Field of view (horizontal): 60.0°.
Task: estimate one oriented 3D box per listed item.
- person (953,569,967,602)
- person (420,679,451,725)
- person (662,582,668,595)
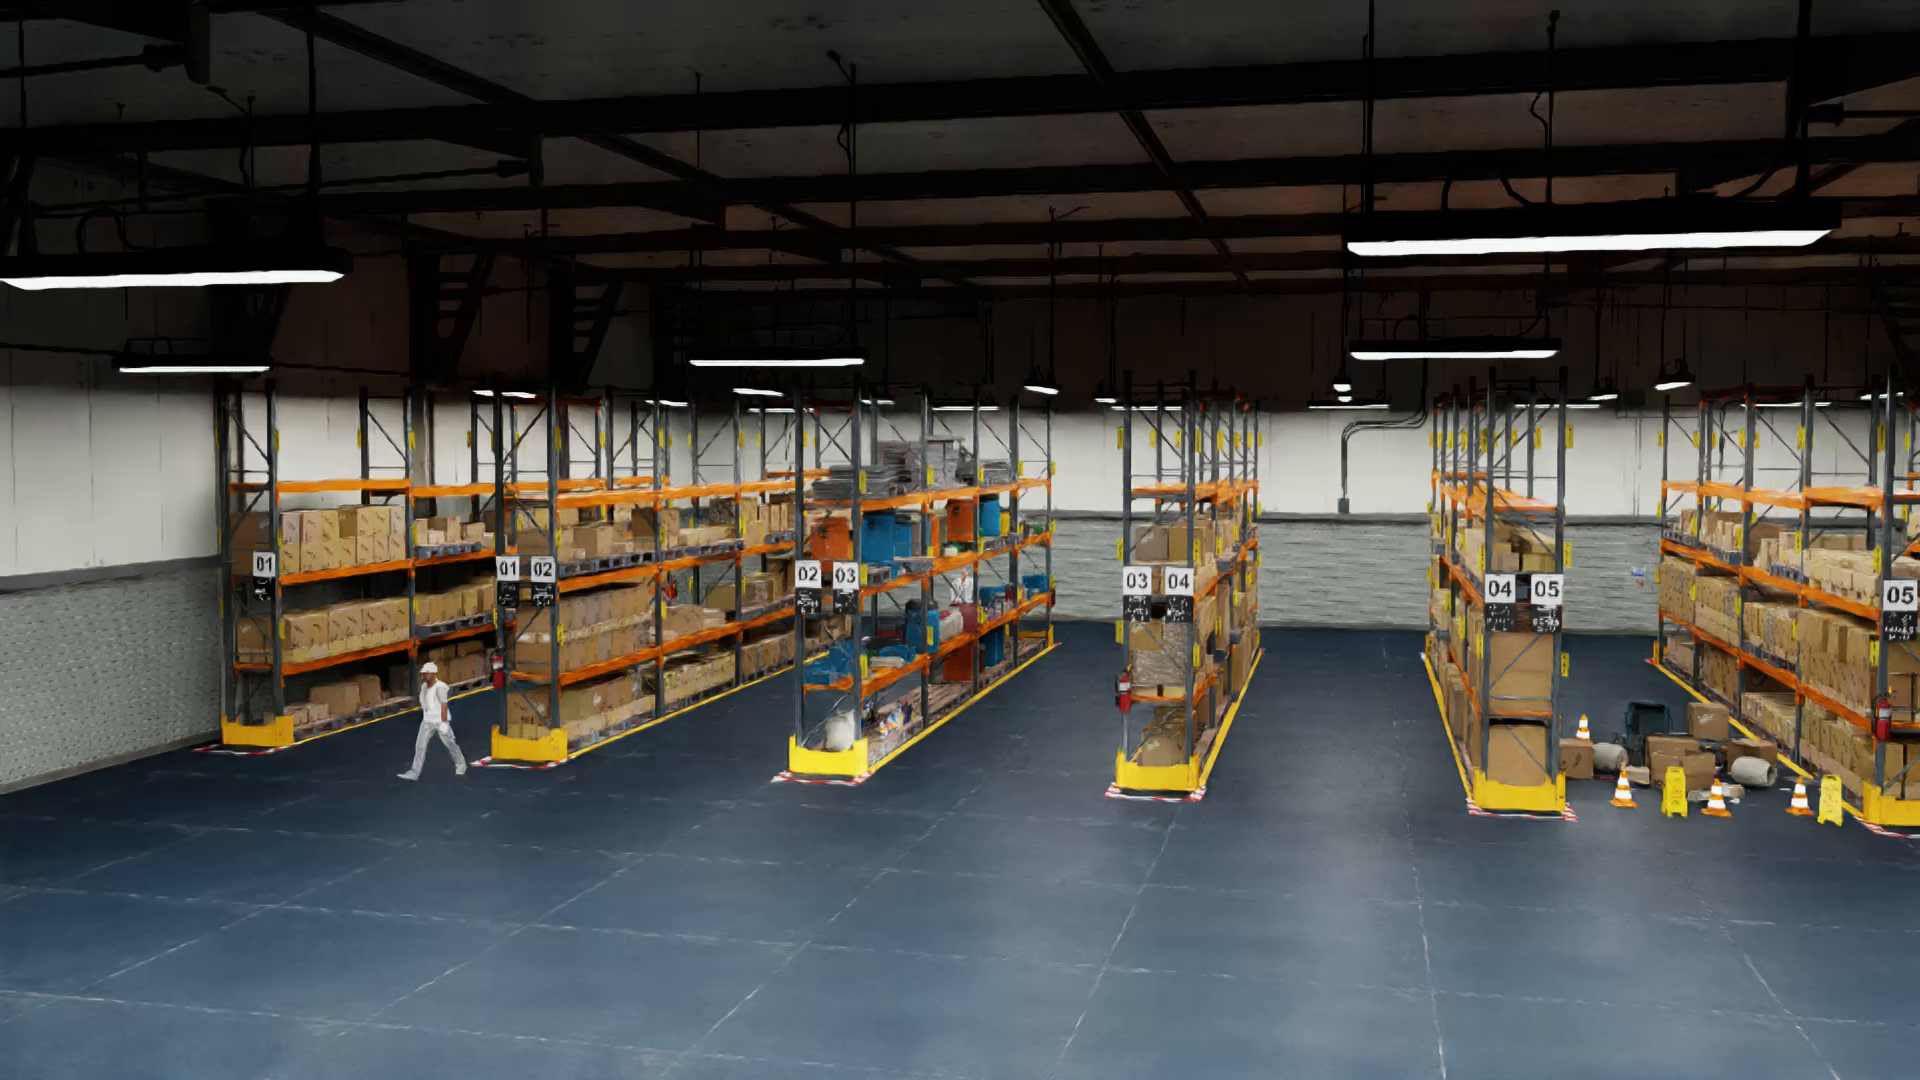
[{"bbox_3d":[0.104,1.589,42.549,0.688,1.733,0.546,1,4,12],"label":"person"},{"bbox_3d":[-7.726,2.376,24.508,0.561,0.664,0.392,3,4,36],"label":"person"},{"bbox_3d":[-7.097,1.813,39.796,0.341,1.576,0.559,0,3,2],"label":"person"}]
